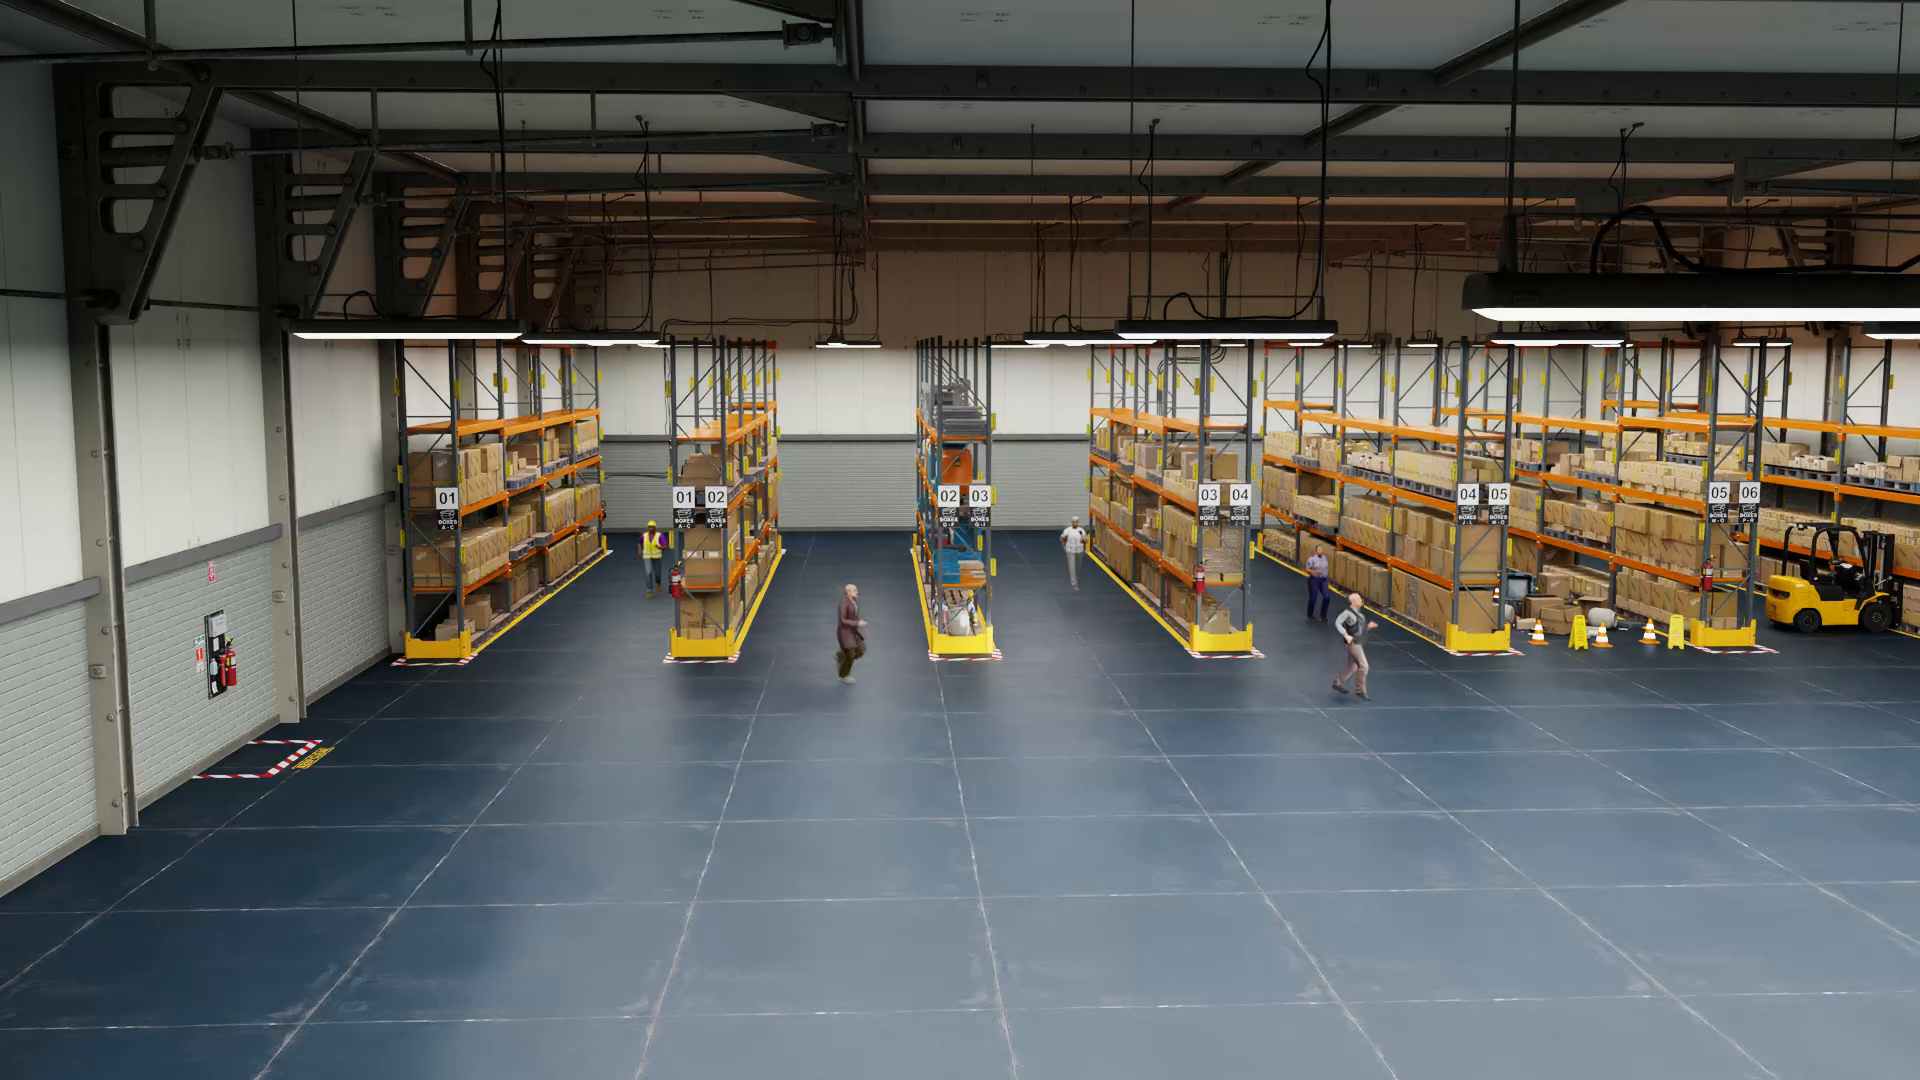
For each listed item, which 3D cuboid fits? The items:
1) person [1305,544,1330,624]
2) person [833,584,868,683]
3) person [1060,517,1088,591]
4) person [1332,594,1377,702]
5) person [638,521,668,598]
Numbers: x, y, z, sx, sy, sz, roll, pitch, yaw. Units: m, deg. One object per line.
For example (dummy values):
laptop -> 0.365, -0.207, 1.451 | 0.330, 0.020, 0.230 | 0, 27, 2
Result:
person -> 7.550, 0.940, 35.105 | 0.595, 1.703, 0.733 | -1, 7, -11
person -> -1.878, 1.616, 28.744 | 0.703, 1.729, 0.763 | 2, 7, 20
person -> 2.618, 0.314, 37.931 | 0.614, 1.705, 0.867 | -1, 7, -10
person -> 6.486, 1.762, 27.392 | 0.737, 1.776, 0.643 | 4, 7, 29
person -> -7.161, 0.426, 38.721 | 0.705, 1.746, 0.991 | -1, 7, -6
